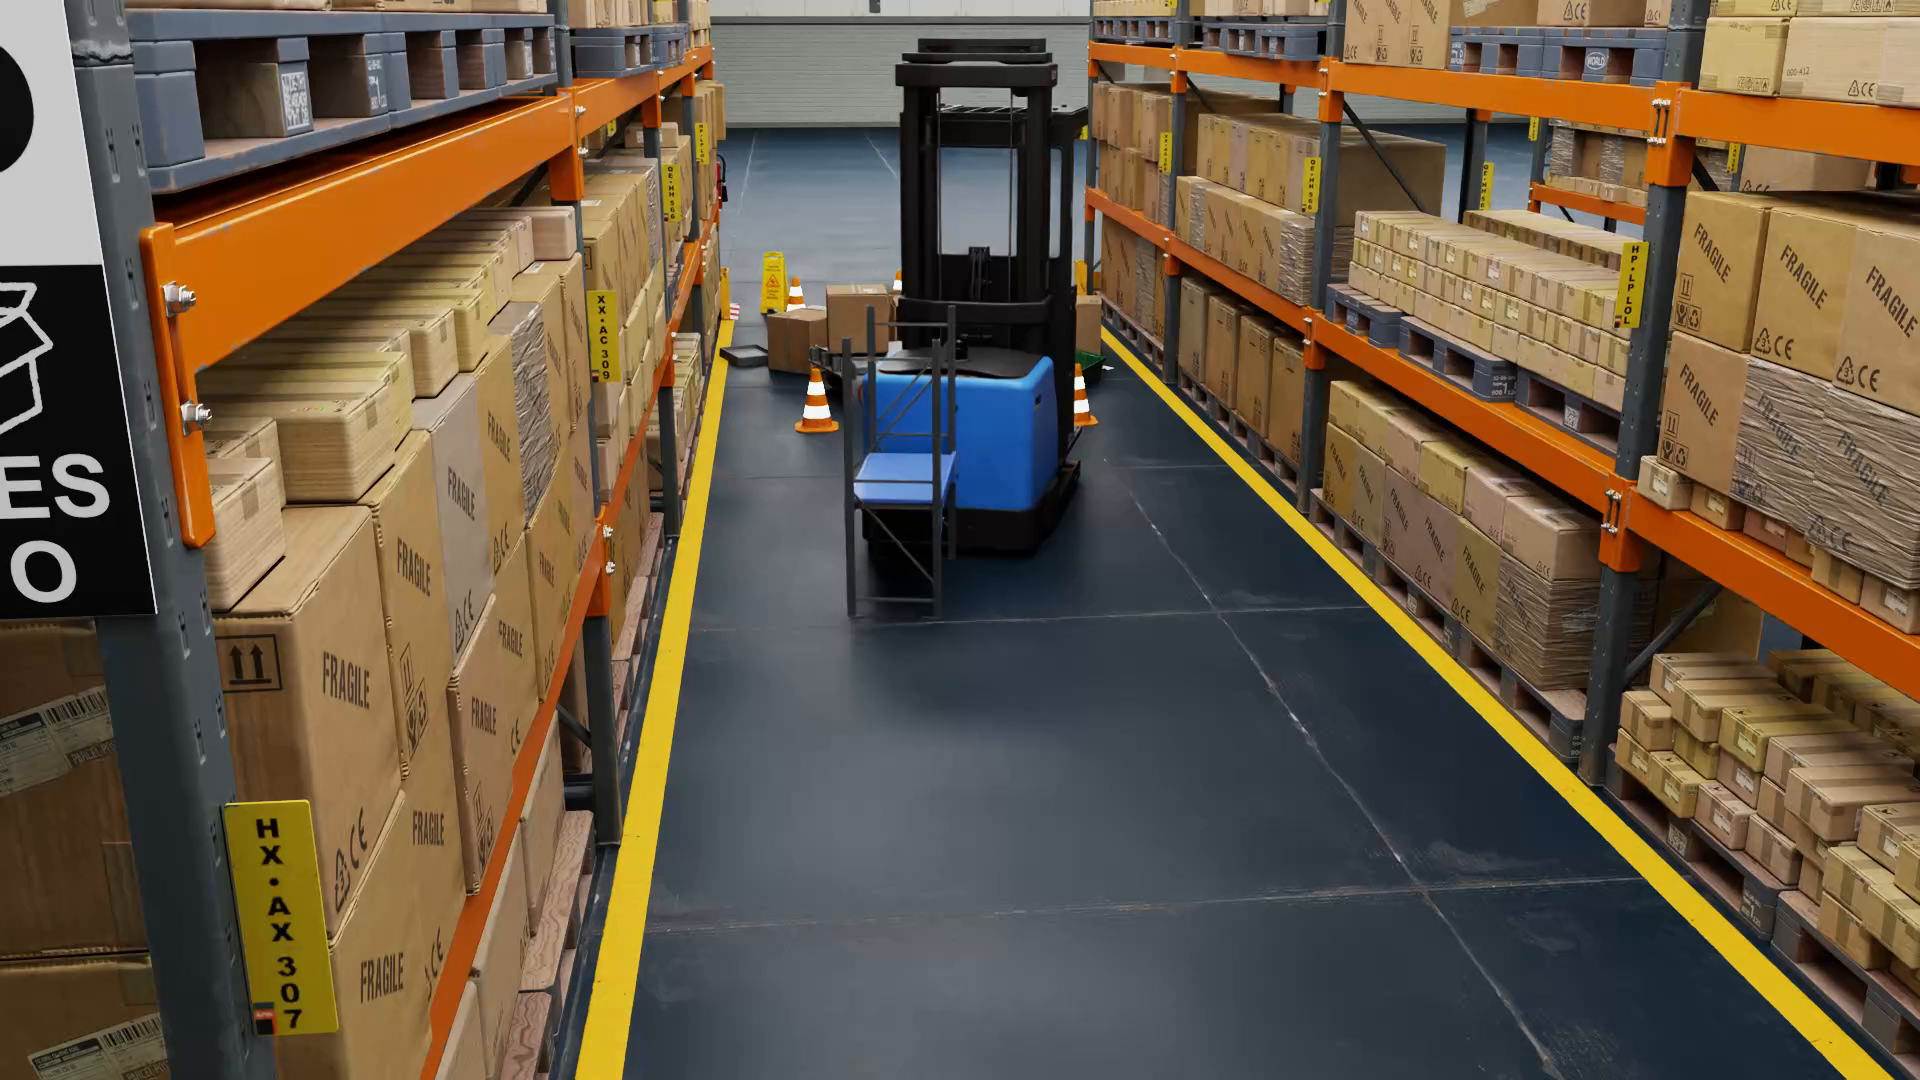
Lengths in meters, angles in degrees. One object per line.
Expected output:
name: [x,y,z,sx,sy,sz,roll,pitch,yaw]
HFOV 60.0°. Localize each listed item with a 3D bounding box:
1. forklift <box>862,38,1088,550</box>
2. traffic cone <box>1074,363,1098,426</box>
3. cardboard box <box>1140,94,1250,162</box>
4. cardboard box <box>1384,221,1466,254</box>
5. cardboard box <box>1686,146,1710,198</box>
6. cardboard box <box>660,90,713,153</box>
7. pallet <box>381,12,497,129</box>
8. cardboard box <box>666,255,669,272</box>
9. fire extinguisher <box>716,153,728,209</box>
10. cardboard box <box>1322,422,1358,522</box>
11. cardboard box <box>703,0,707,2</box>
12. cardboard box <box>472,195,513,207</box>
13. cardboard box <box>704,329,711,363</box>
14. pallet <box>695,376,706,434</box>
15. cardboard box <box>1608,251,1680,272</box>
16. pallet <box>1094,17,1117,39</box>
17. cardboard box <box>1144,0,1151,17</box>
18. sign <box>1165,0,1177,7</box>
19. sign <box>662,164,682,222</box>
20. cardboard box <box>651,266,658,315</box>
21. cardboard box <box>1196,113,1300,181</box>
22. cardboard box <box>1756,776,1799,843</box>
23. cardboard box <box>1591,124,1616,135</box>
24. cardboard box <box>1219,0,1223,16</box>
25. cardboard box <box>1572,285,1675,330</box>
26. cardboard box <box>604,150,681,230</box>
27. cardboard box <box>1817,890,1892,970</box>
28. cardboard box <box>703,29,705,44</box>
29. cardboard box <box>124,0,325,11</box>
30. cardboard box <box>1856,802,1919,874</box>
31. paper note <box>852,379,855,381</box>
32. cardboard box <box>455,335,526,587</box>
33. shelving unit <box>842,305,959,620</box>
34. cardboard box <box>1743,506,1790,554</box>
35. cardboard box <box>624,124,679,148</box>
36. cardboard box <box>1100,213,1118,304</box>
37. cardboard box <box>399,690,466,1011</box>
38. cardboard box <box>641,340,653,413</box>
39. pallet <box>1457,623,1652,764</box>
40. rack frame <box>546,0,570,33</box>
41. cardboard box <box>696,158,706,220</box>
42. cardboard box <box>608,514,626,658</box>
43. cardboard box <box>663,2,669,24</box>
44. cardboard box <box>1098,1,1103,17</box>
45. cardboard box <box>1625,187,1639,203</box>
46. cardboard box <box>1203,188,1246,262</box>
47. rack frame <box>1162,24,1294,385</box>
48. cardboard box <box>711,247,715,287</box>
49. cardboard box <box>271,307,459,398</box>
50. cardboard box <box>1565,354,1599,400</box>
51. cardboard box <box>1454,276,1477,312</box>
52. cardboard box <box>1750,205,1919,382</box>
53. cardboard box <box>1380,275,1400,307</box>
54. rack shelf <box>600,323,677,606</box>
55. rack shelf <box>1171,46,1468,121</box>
forklift: [0.216,-1.738,10.821,1.130,2.935,3.031,4,18,11]
traffic cone: [0.913,-1.160,13.100,0.336,0.463,0.334,-2,18,-6]
cardboard box: [2.100,-3.675,14.821,0.875,0.550,0.550,-2,18,-6]
cardboard box: [2.595,-1.692,9.285,0.380,0.149,0.250,-2,18,-6]
cardboard box: [7.219,-3.415,15.385,0.875,0.500,0.500,-2,18,-6]
cardboard box: [-2.497,-3.591,14.275,0.700,0.500,0.500,-2,18,-5]
pallet: [-1.615,-1.032,3.597,1.003,0.211,1.213,-2,18,-6]
cardboard box: [-2.051,-1.793,10.599,0.380,0.149,0.250,-3,18,-9]
fire extinguisher: [-2.603,-3.837,17.520,0.296,0.674,0.183,-2,18,-6]
cardboard box: [2.508,-0.414,9.960,0.500,0.500,0.500,-3,18,-8]
cardboard box: [-2.721,-5.425,16.531,0.380,0.149,0.250,-2,18,-5]
cardboard box: [-2.201,-1.206,7.174,0.500,0.500,0.500,-1,17,-4]
cardboard box: [-2.429,-1.706,14.494,0.500,0.250,0.500,-3,18,-8]
pallet: [-2.555,-1.071,13.237,1.003,0.211,1.213,-2,18,-6]
cardboard box: [3.384,-1.314,8.081,0.380,0.149,0.250,-1,17,-4]
pallet: [1.951,-5.177,16.798,1.003,0.211,1.213,-2,18,-6]
cardboard box: [1.840,-4.703,14.693,0.380,0.149,0.250,-2,18,-5]
sign: [1.725,-4.515,13.546,0.100,0.325,0.005,-2,18,-6]
sign: [-1.672,-2.012,9.646,0.100,0.325,0.005,-2,18,-6]
cardboard box: [-1.865,-1.320,8.789,0.500,0.250,0.500,-2,18,-7]
cardboard box: [2.334,-3.194,13.506,0.700,0.500,0.500,-2,18,-7]
cardboard box: [3.022,0.927,5.778,0.380,0.149,0.250,-3,18,-8]
cardboard box: [6.691,-4.328,16.622,0.500,0.500,0.500,-2,18,-6]
cardboard box: [2.137,-4.059,12.643,0.250,0.149,0.380,-2,18,-6]
cardboard box: [2.838,-0.991,7.051,0.380,0.149,0.250,-2,18,-7]
cardboard box: [-2.206,-2.435,11.562,0.500,0.500,0.500,-2,18,-8]
cardboard box: [2.994,1.230,5.309,0.380,0.149,0.250,-2,18,-7]
cardboard box: [-2.682,-4.886,16.143,0.380,0.149,0.250,-1,17,-4]
cardboard box: [-1.282,-0.949,2.736,0.380,0.149,0.250,-1,17,-4]
cardboard box: [3.080,0.944,5.229,0.380,0.149,0.250,-3,18,-8]
paper note: [-0.994,-1.428,14.674,0.148,0.019,0.142,-2,18,-6]
cardboard box: [-1.339,-0.190,3.940,0.500,0.500,0.500,-2,18,-5]
shelving unit: [-0.311,-0.451,9.111,0.538,1.500,1.048,1,17,4]
cardboard box: [2.986,-0.066,5.800,0.380,0.149,0.250,-3,18,-8]
cardboard box: [-2.229,-2.917,12.012,0.380,0.149,0.250,-3,18,-8]
cardboard box: [2.000,-2.995,17.555,0.875,0.875,0.875,-2,18,-5]
cardboard box: [-1.243,0.592,3.116,0.500,0.500,0.500,-2,18,-6]
cardboard box: [-1.729,-0.774,7.886,0.500,0.250,0.500,-2,18,-7]
pallet: [3.020,0.665,7.705,1.003,0.211,1.213,-2,18,-6]
rack frame: [-1.812,-3.112,5.067,1.000,3.000,0.127,-2,18,-6]
cardboard box: [-2.405,-2.963,13.944,0.500,0.500,0.500,-2,18,-6]
cardboard box: [-2.056,0.112,7.658,0.875,0.875,0.875,-1,17,-4]
cardboard box: [-2.385,-3.873,12.048,0.500,0.250,0.500,-2,17,-5]
cardboard box: [1.607,-5.380,16.849,0.380,0.149,0.250,-2,18,-5]
cardboard box: [6.816,-3.399,16.416,0.380,0.149,0.250,-2,18,-6]
cardboard box: [2.165,-2.400,12.647,0.500,0.500,0.500,-2,18,-6]
rack frame: [2.277,-2.817,14.141,1.000,3.000,0.127,-2,18,-6]
cardboard box: [-2.605,-2.535,15.882,0.500,0.500,0.500,-2,18,-7]
cardboard box: [-1.279,-0.394,3.505,0.380,0.149,0.250,-2,18,-5]
cardboard box: [2.836,-0.703,7.128,0.380,0.149,0.250,-2,18,-5]
cardboard box: [2.705,-1.233,8.319,0.380,0.149,0.250,-1,17,-4]
cardboard box: [2.974,-0.804,5.397,0.500,0.500,0.500,-2,18,-7]
cardboard box: [2.590,-1.406,9.365,0.380,0.149,0.250,-1,17,-3]
rack shelf: [-2.018,-0.503,7.972,1.077,0.370,4.000,-2,18,-6]
rack shelf: [2.483,-3.309,11.902,1.077,0.370,4.000,-2,18,-6]
